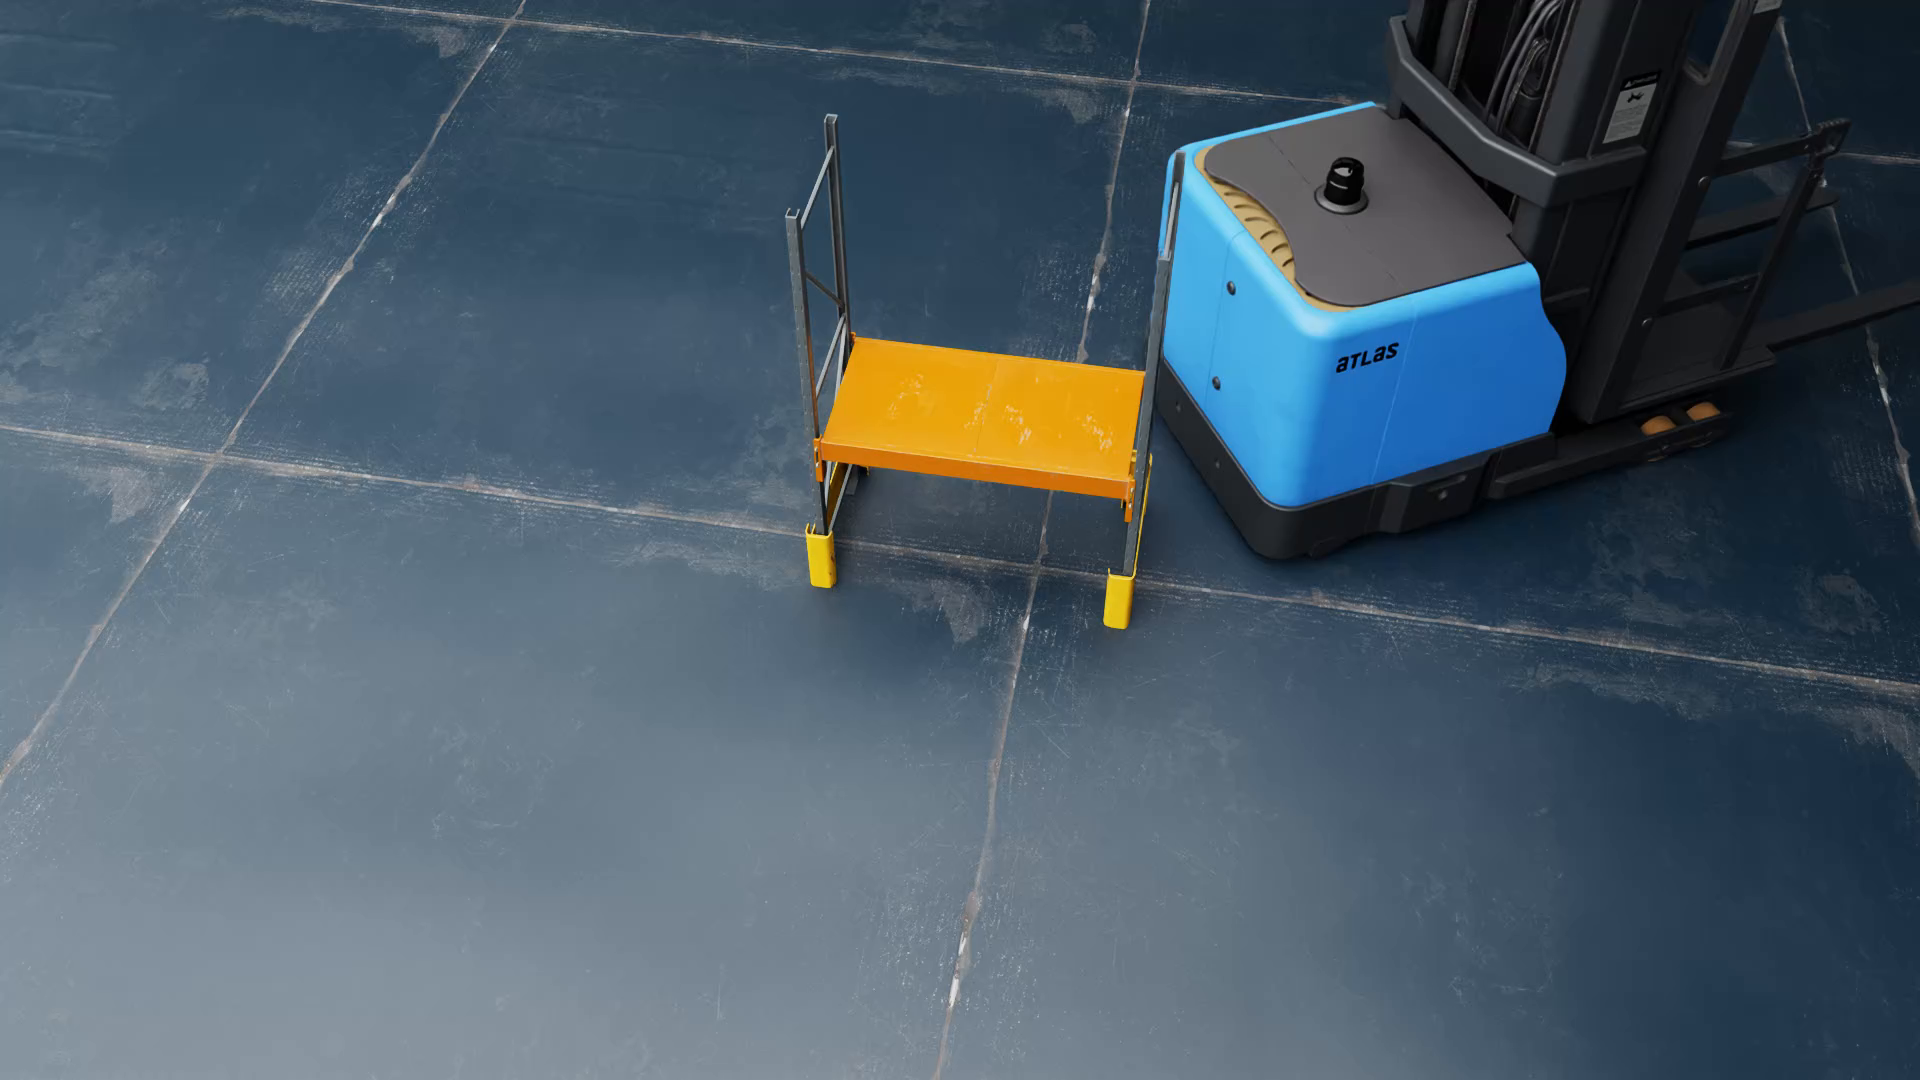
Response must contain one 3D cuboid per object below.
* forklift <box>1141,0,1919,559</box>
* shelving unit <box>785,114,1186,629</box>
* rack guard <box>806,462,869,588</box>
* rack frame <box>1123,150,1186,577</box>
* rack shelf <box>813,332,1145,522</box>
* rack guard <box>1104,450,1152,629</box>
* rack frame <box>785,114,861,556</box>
[{"bbox_3d":[2.239,-1.616,5.231,3.031,2.935,1.130,-16,50,-14],"label":"forklift"},{"bbox_3d":[0.075,-0.491,5.183,1.083,1.500,0.587,8,49,7],"label":"shelving unit"},{"bbox_3d":[-0.415,-0.139,5.707,0.087,0.250,0.587,8,49,7],"label":"rack guard"},{"bbox_3d":[0.584,-0.423,5.122,0.032,1.500,0.500,8,49,7],"label":"rack frame"},{"bbox_3d":[0.084,-0.370,5.316,1.000,0.185,0.538,8,49,7],"label":"rack shelf"},{"bbox_3d":[0.565,-0.008,5.589,0.087,0.250,0.587,8,49,7],"label":"rack guard"},{"bbox_3d":[-0.416,-0.557,5.242,0.032,1.500,0.500,8,49,7],"label":"rack frame"}]
